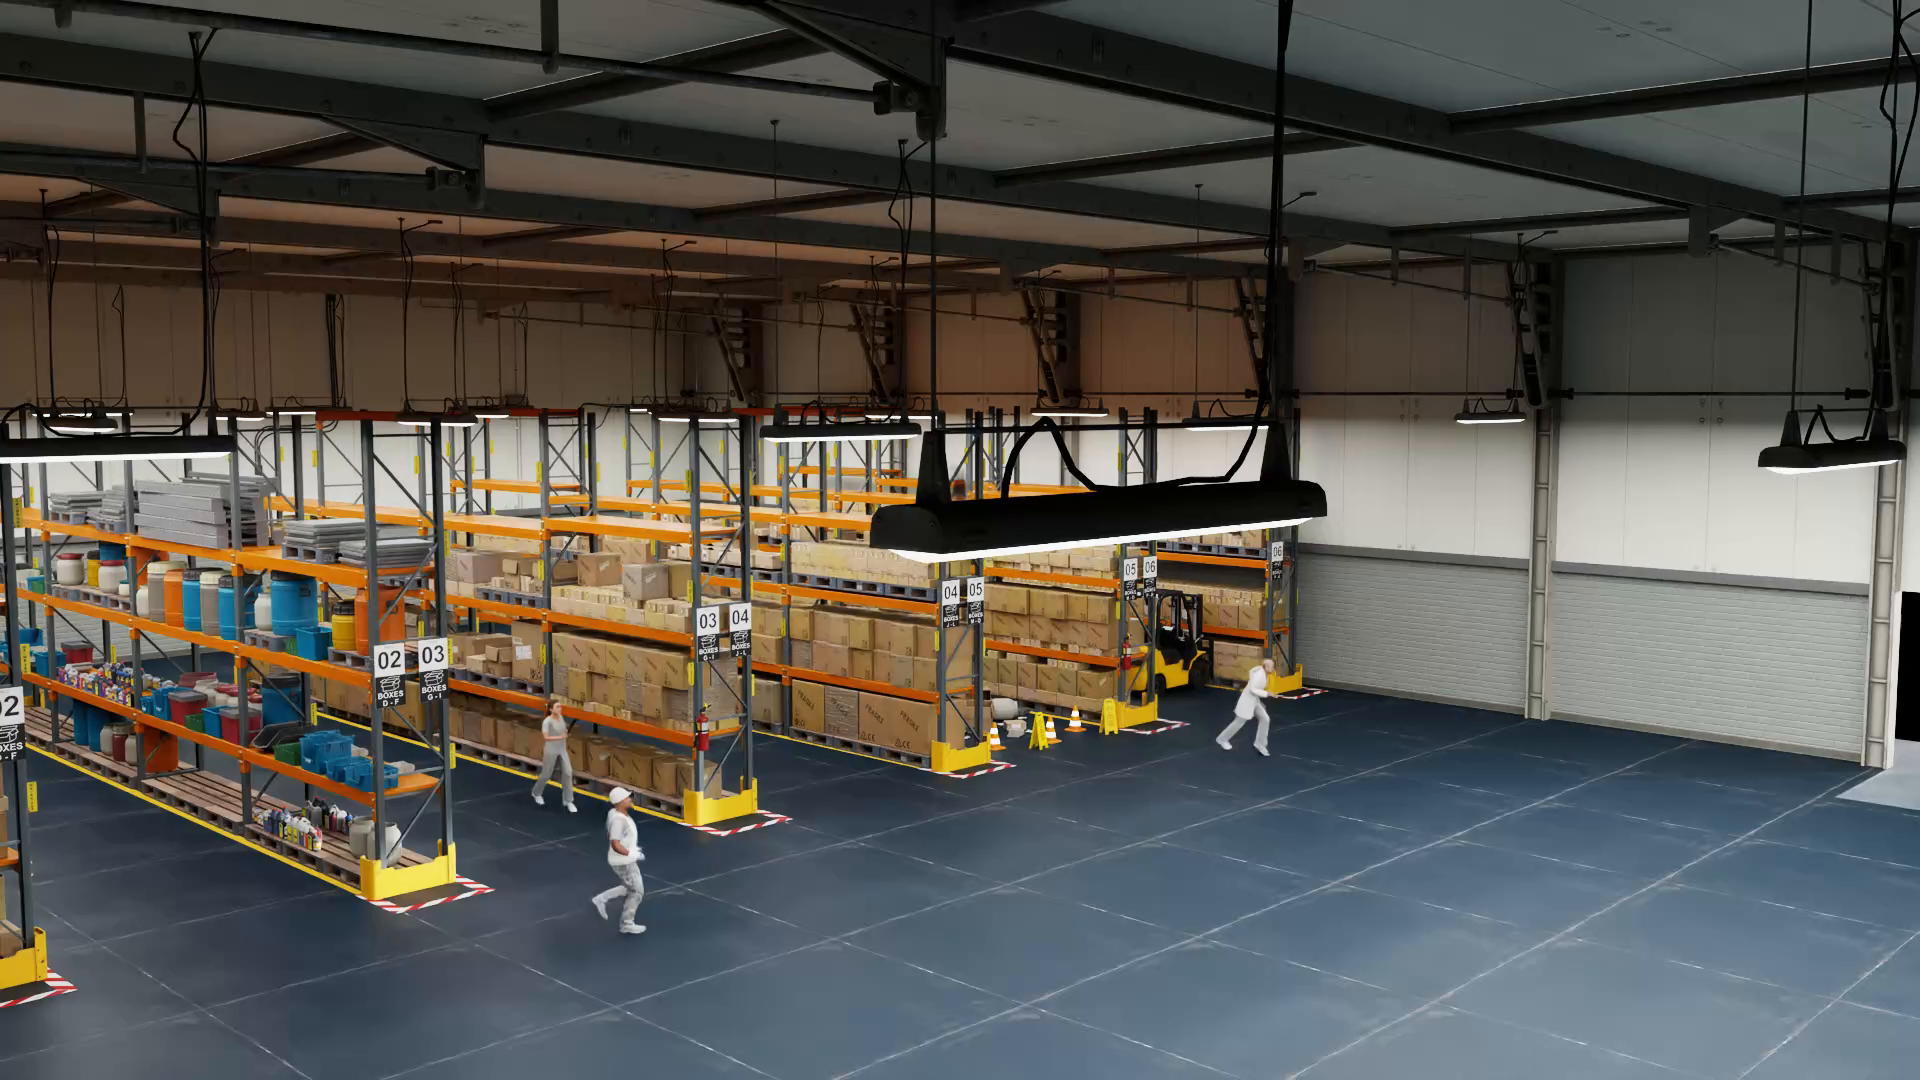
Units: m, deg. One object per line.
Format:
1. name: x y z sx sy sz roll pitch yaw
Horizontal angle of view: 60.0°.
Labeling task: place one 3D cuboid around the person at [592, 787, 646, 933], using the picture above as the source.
1. person: -3.996 3.750 19.441 0.616 1.740 0.683 -1 5 -16

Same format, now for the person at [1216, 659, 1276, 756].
1. person: 5.037 2.932 29.221 1.069 1.744 0.752 2 5 23

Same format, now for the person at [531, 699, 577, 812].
1. person: -6.171 3.241 25.232 0.909 1.697 0.543 4 6 35
